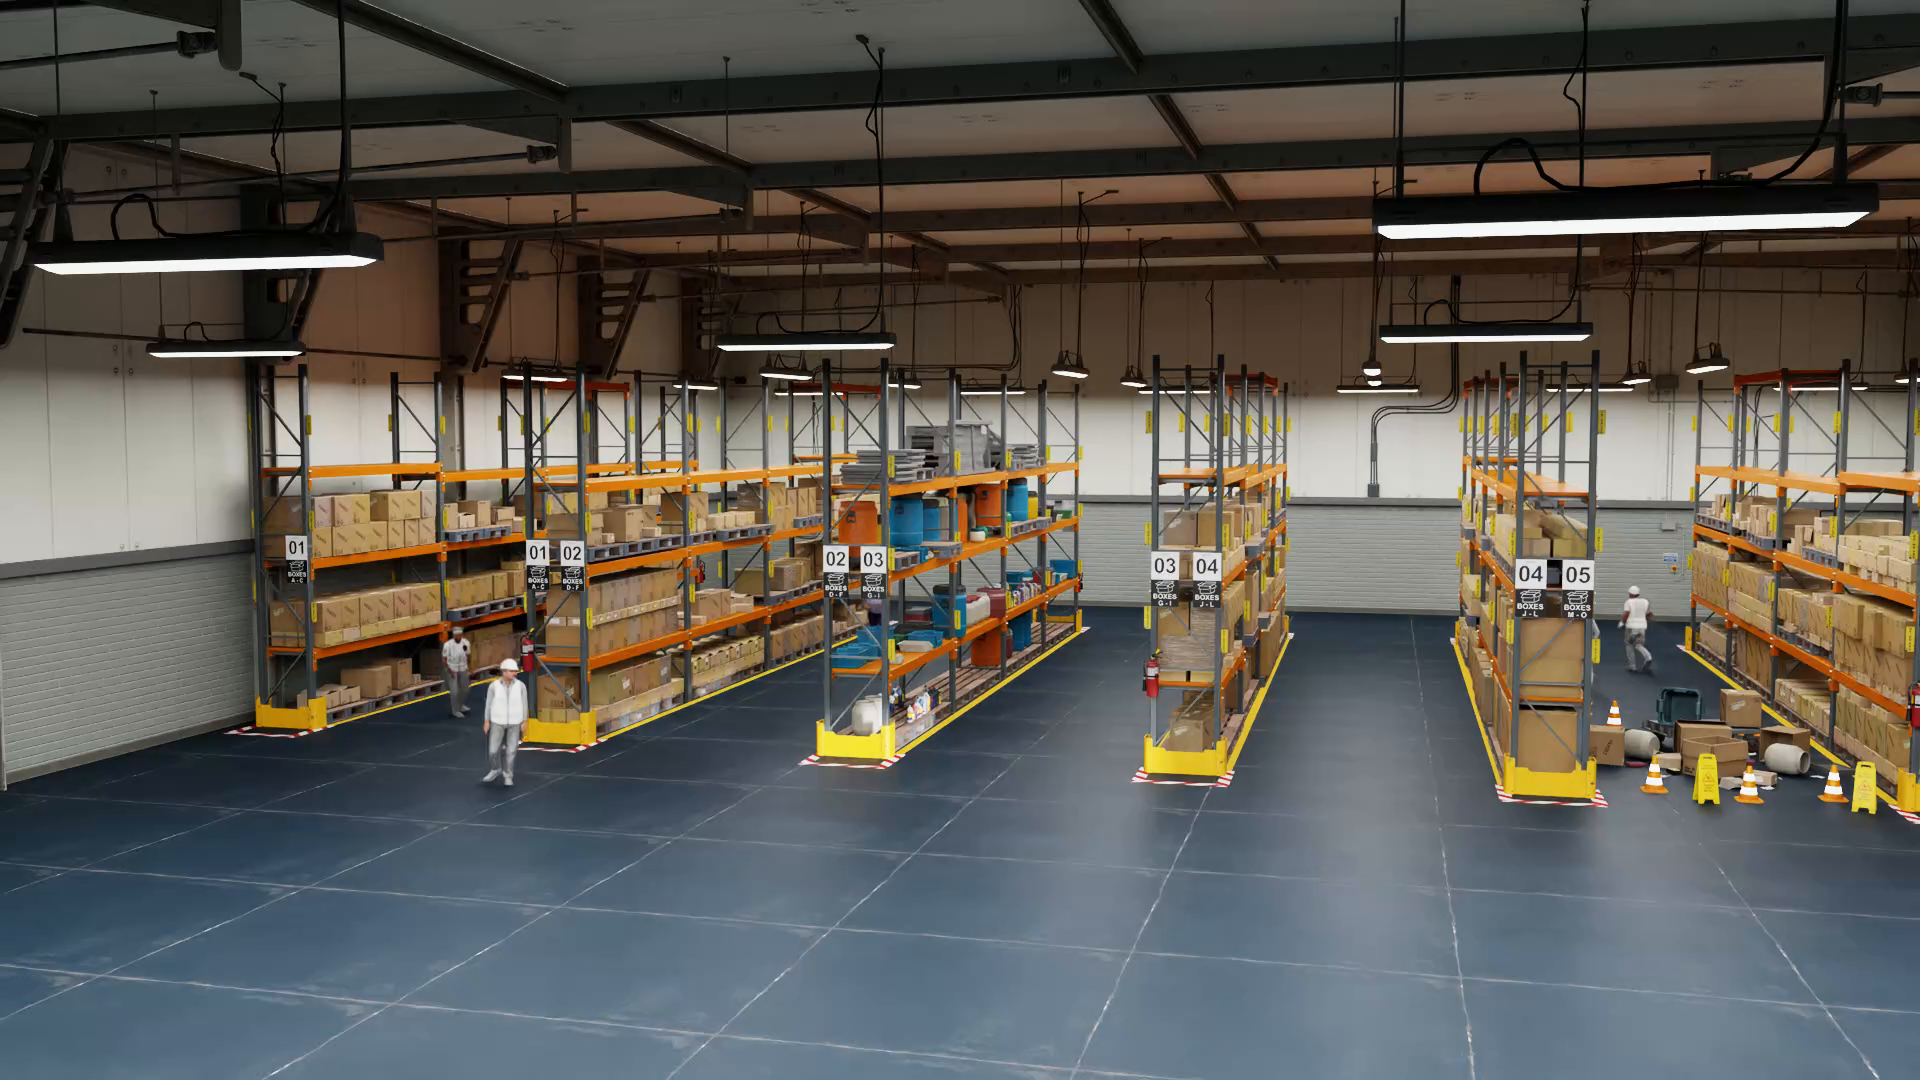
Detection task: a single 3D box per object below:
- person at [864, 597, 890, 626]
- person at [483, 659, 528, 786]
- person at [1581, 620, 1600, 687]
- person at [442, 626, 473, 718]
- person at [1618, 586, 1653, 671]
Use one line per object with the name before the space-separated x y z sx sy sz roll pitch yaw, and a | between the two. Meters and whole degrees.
person | -1.819 1.698 36.436 0.551 1.601 0.905 0 4 4
person | -6.303 2.520 23.038 0.617 1.763 0.440 -2 4 -22
person | 11.970 2.102 31.789 0.539 1.439 0.557 0 4 4
person | -8.642 2.246 28.554 0.572 1.614 0.763 -3 5 -37
person | 13.809 1.811 33.814 0.685 1.730 0.775 -1 4 -7
